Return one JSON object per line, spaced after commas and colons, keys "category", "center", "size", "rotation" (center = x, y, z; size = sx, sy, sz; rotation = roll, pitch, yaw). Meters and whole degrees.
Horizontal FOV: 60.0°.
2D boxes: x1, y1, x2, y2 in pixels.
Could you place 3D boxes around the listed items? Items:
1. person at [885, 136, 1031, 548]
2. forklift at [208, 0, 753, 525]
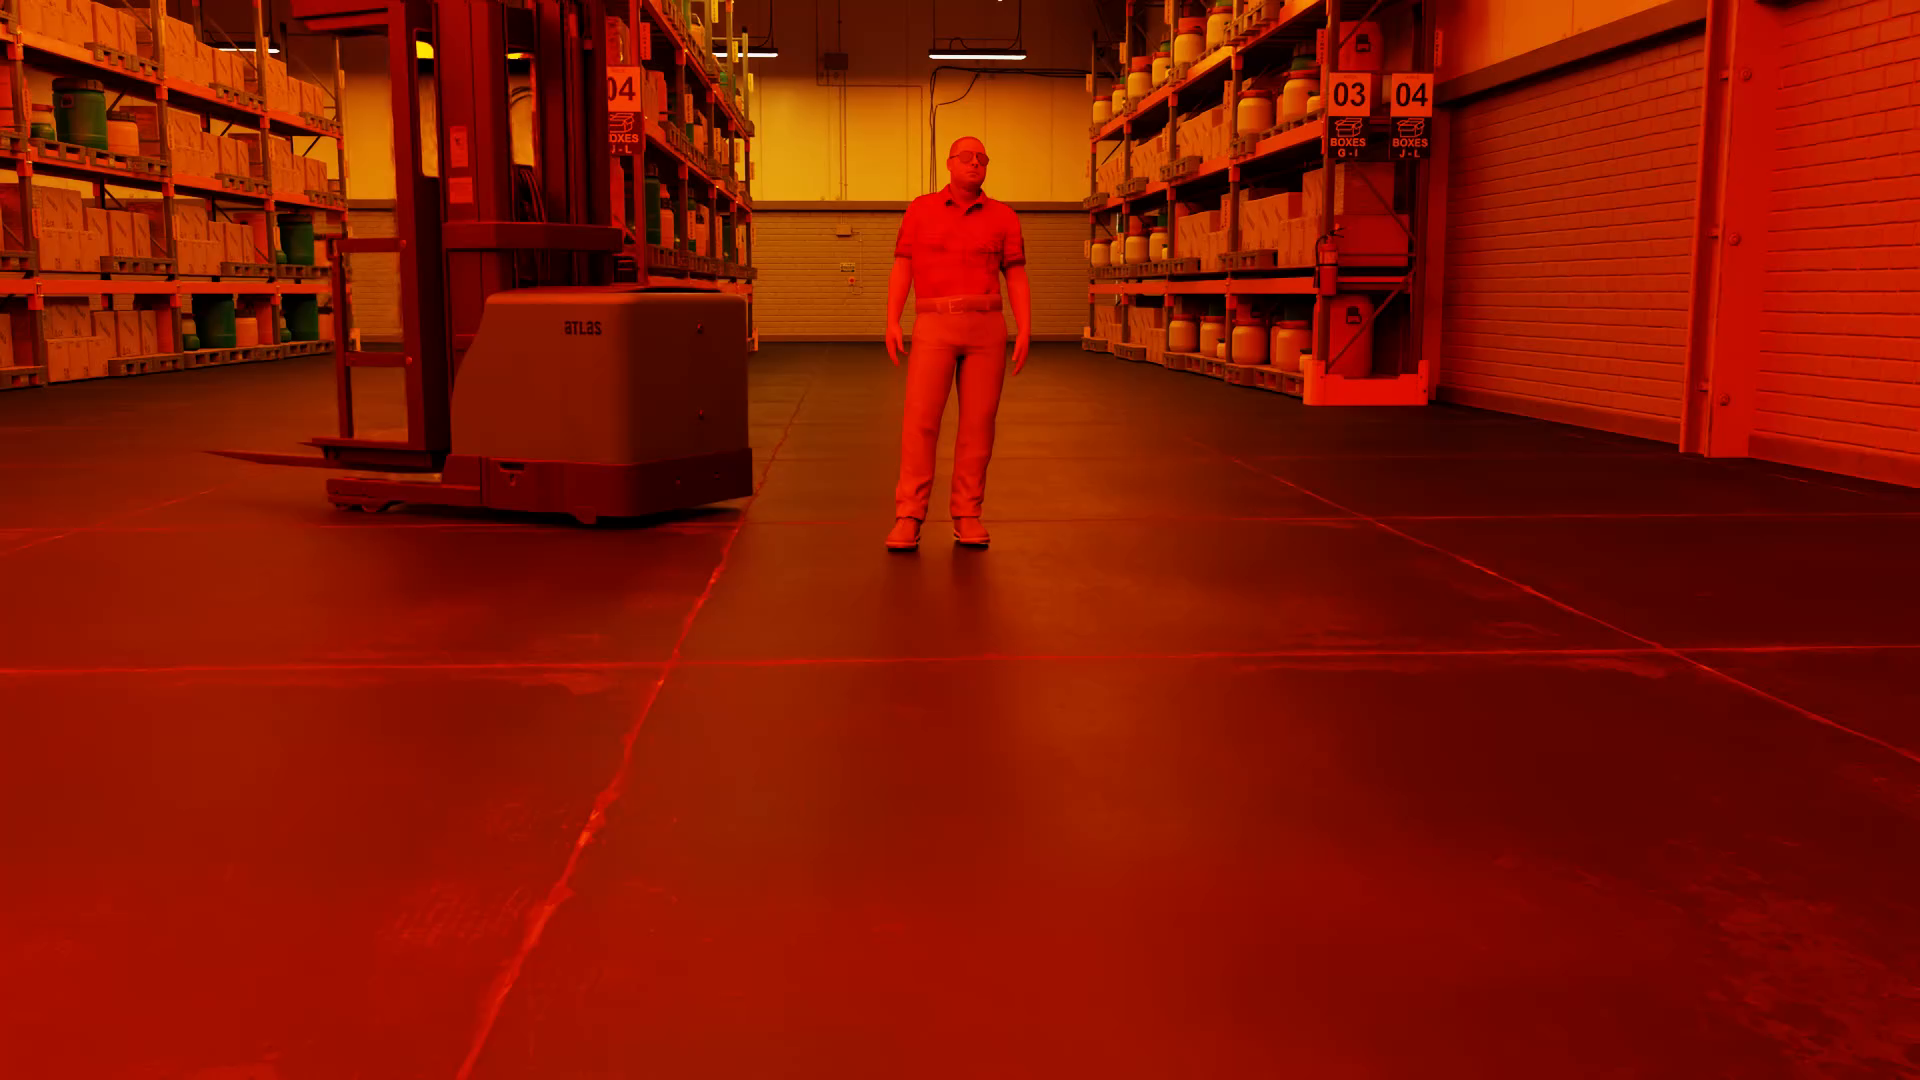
{"category": "person", "center": [-0.006, -0.850, 7.092], "size": [0.641, 1.728, 0.550], "rotation": [-1, 8, -4]}
{"category": "forklift", "center": [-2.586, -1.648, 8.427], "size": [3.031, 2.935, 1.130], "rotation": [4, 10, 28]}
